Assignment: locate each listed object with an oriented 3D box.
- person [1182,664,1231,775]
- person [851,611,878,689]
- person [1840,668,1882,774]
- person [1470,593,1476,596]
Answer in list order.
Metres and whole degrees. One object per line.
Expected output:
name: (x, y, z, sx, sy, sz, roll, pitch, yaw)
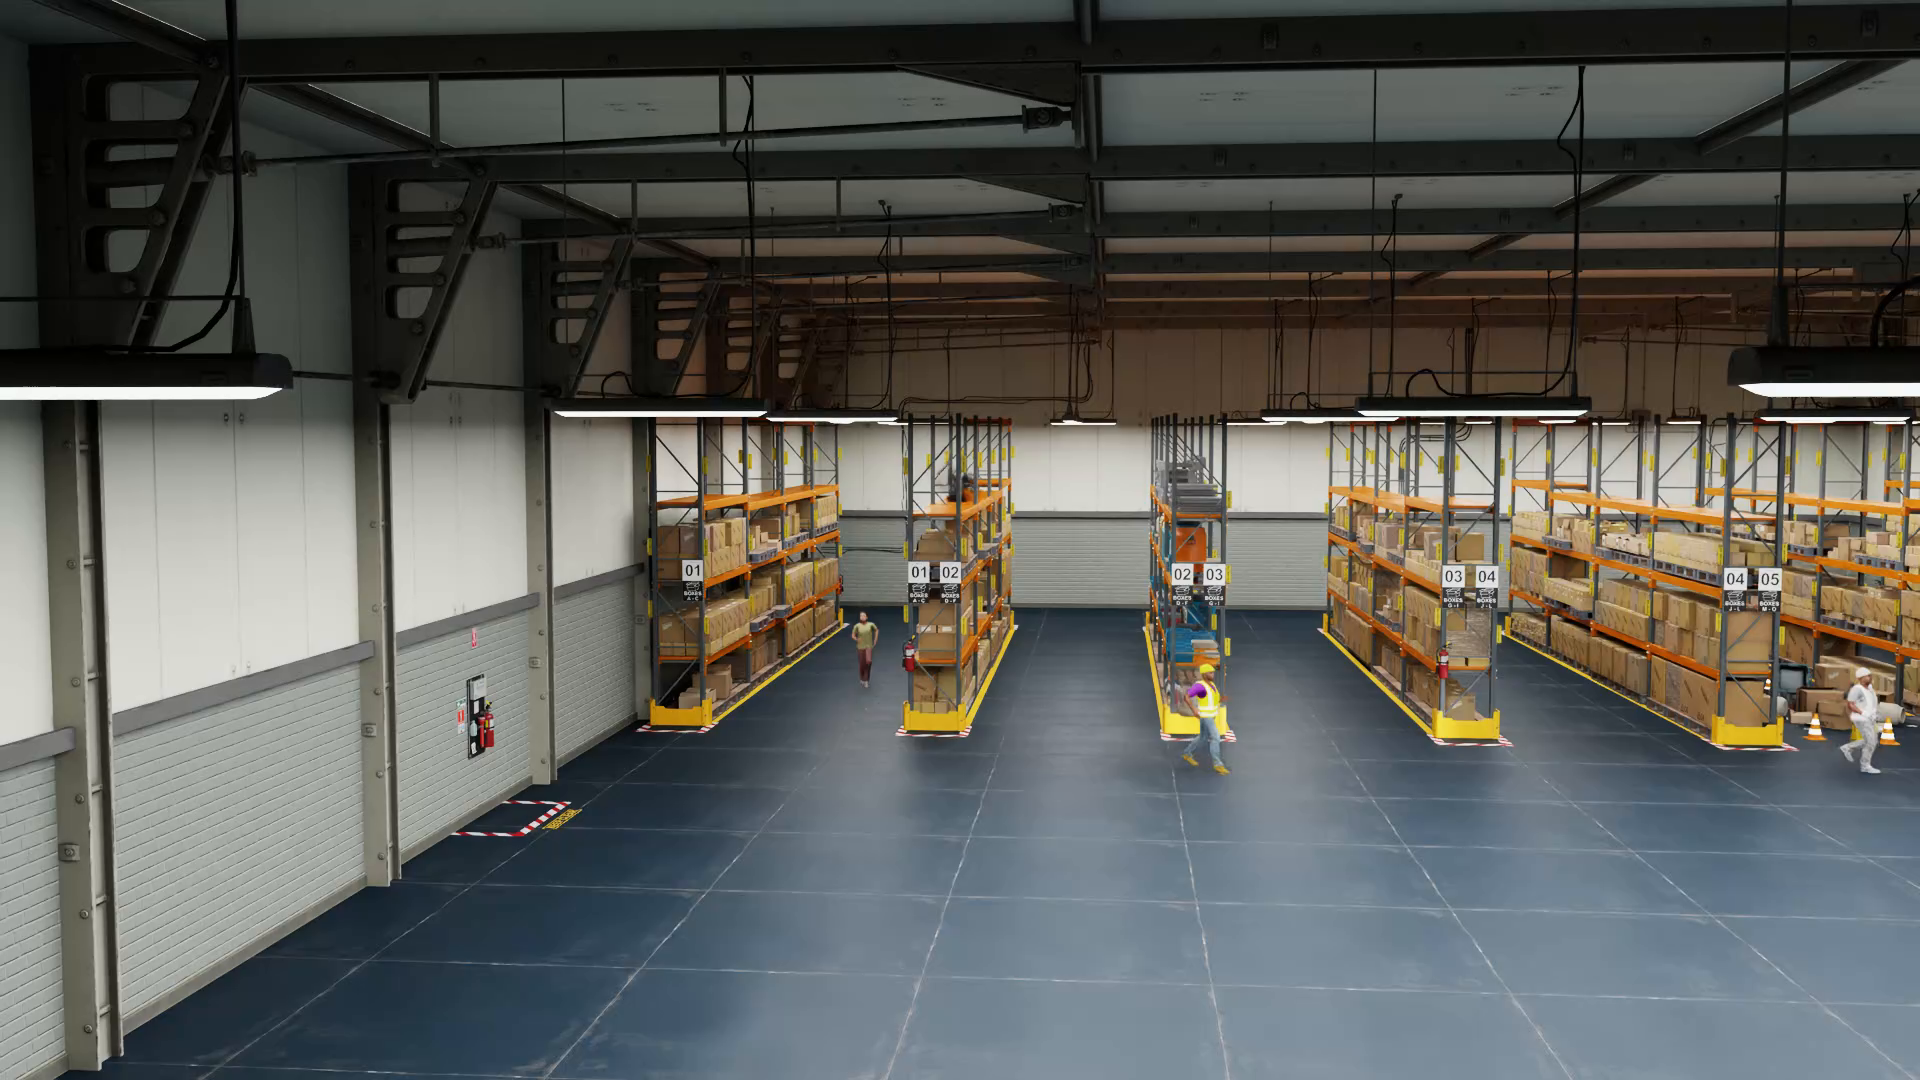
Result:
person: (4.107, 2.957, 27.670, 0.902, 1.797, 0.686, 2, 4, 27)
person: (-2.098, 2.404, 36.584, 0.580, 1.684, 0.673, 0, 4, 1)
person: (14.978, 2.988, 27.677, 0.700, 1.743, 0.679, -3, 5, -40)
person: (13.800, 1.890, 44.132, 0.750, 1.744, 0.652, 0, 4, 6)
